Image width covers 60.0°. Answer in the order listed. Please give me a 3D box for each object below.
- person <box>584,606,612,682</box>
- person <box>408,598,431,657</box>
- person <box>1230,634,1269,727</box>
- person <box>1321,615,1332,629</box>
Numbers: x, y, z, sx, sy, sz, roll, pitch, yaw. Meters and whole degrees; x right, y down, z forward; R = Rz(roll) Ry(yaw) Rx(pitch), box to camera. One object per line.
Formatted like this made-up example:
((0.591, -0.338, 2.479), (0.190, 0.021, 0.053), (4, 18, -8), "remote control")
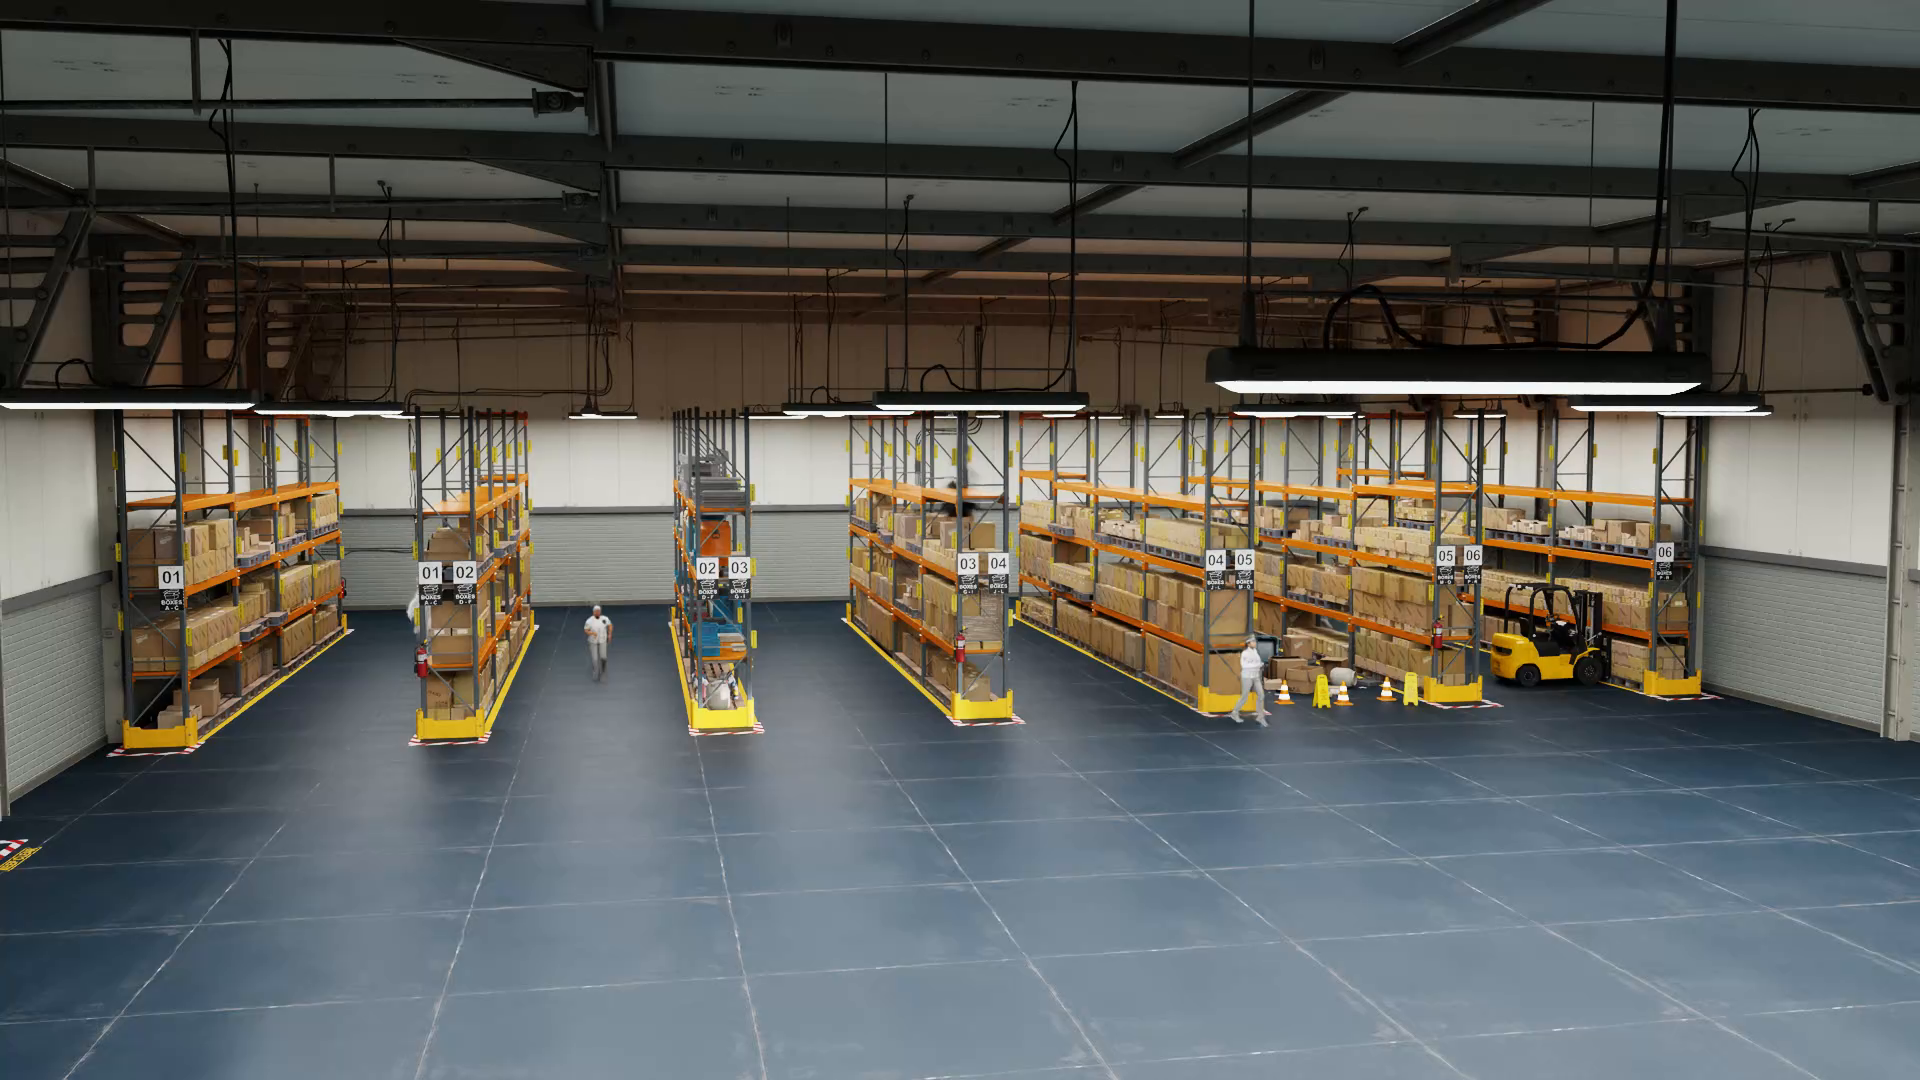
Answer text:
((-7.985, 2.301, 36.728), (0.613, 1.723, 0.711), (-1, 4, -15), "person")
((-12.914, 2.009, 40.058), (0.723, 1.739, 0.799), (-1, 4, -19), "person")
((5.456, 2.642, 31.323), (0.734, 1.756, 0.611), (4, 6, 43), "person")
((9.808, 1.749, 44.258), (0.620, 1.652, 0.687), (-1, 4, -14), "person")
